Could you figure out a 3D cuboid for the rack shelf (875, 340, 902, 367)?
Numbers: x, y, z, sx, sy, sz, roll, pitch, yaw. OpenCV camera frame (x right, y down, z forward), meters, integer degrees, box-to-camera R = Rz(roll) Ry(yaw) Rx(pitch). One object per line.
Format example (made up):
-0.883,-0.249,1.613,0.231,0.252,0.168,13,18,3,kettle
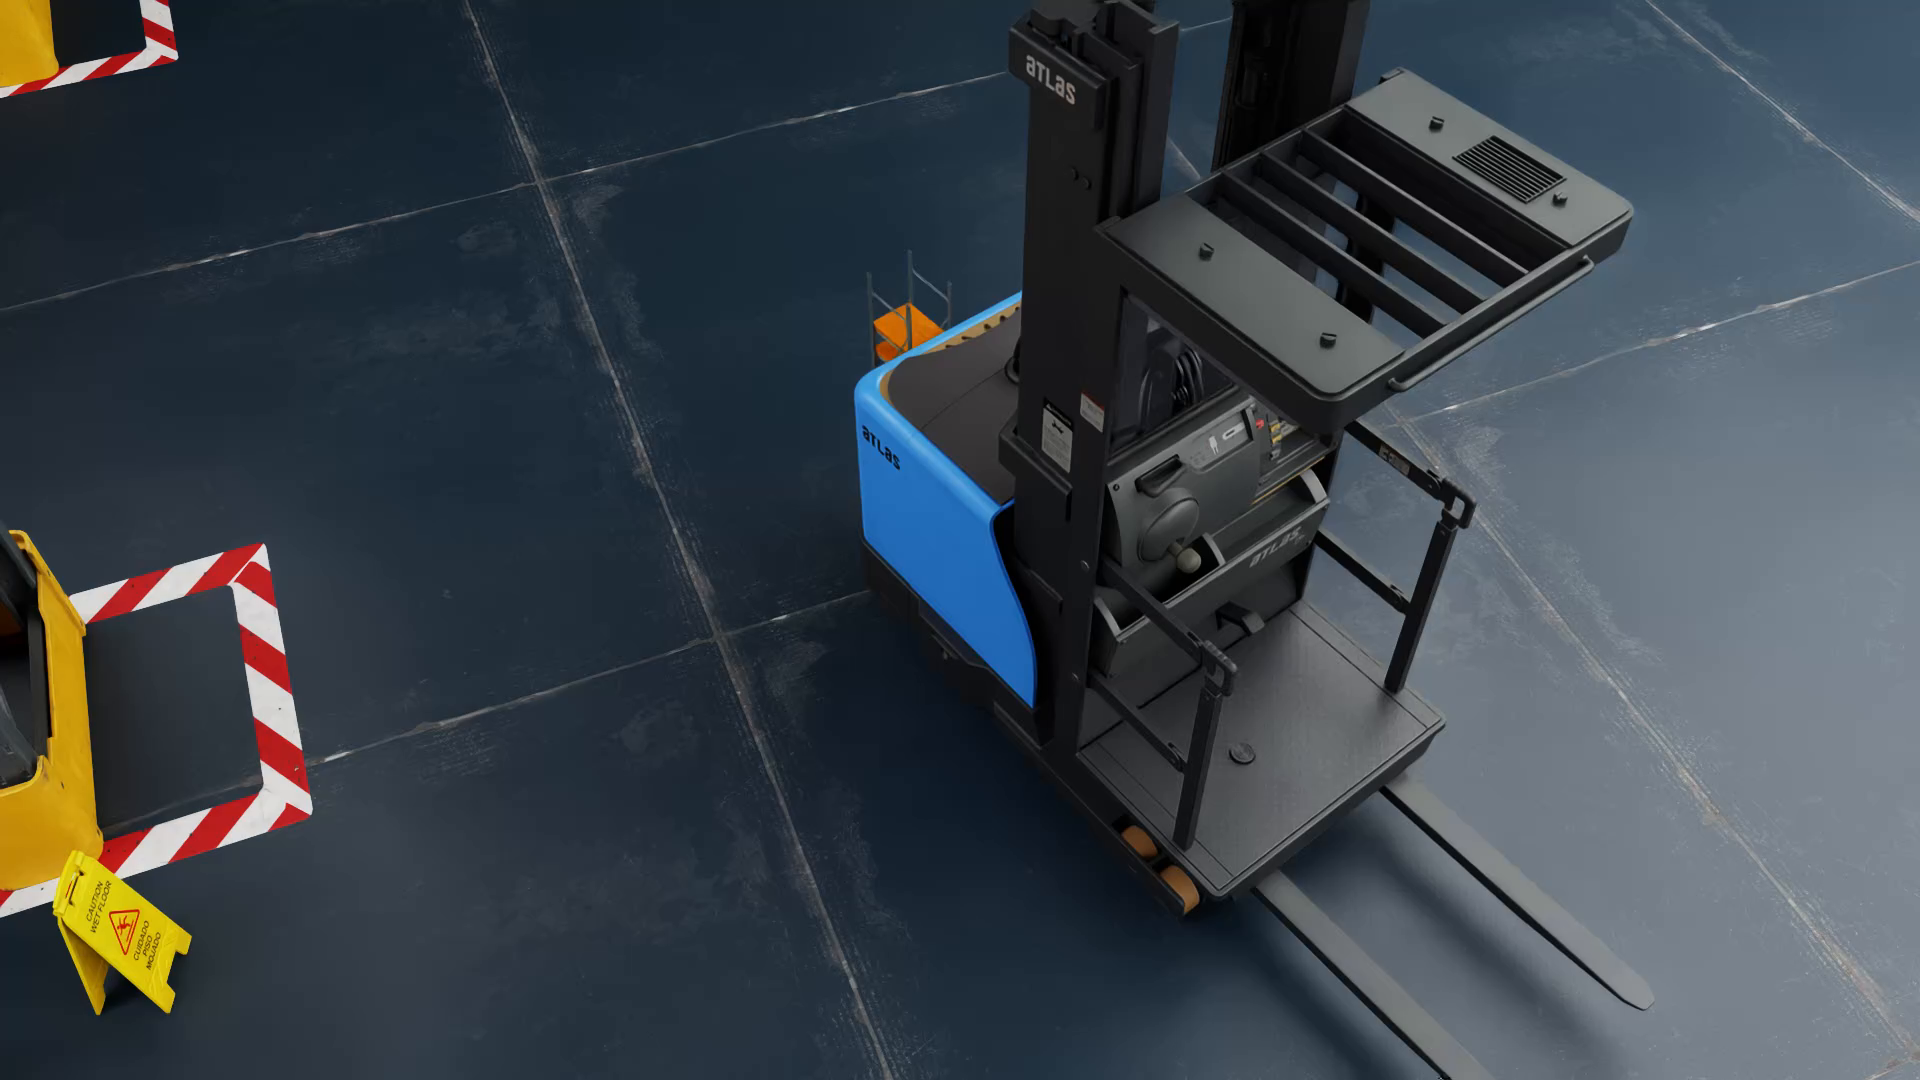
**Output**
-0.177,-0.650,6.100,0.180,0.103,0.258,-32,57,-25,rack shelf

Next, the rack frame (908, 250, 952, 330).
-0.106,-0.567,6.287,0.006,1.200,0.240,-32,57,-25,rack frame

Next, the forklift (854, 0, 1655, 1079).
0.930,-0.146,4.784,1.130,2.935,3.031,-31,56,-24,forklift

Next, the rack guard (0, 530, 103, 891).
-3.287,0.572,5.770,0.348,0.500,1.175,-17,52,-14,rack guard

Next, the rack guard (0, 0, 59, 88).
-5.075,-2.942,8.788,0.348,0.500,1.175,-17,52,-14,rack guard

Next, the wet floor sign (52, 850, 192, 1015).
-2.637,1.199,5.135,0.232,0.644,0.267,-2,49,-1,wet floor sign

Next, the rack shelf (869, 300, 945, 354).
-0.177,-0.728,6.009,0.180,0.103,0.258,-32,57,-25,rack shelf

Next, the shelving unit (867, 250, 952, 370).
-0.177,-0.523,6.249,0.189,1.200,0.258,-32,57,-25,shelving unit

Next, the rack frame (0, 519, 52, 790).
-3.217,-0.265,4.841,0.127,3.000,1.000,-17,52,-14,rack frame

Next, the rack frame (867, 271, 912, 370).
-0.247,-0.478,6.211,0.006,1.200,0.240,-32,57,-25,rack frame
